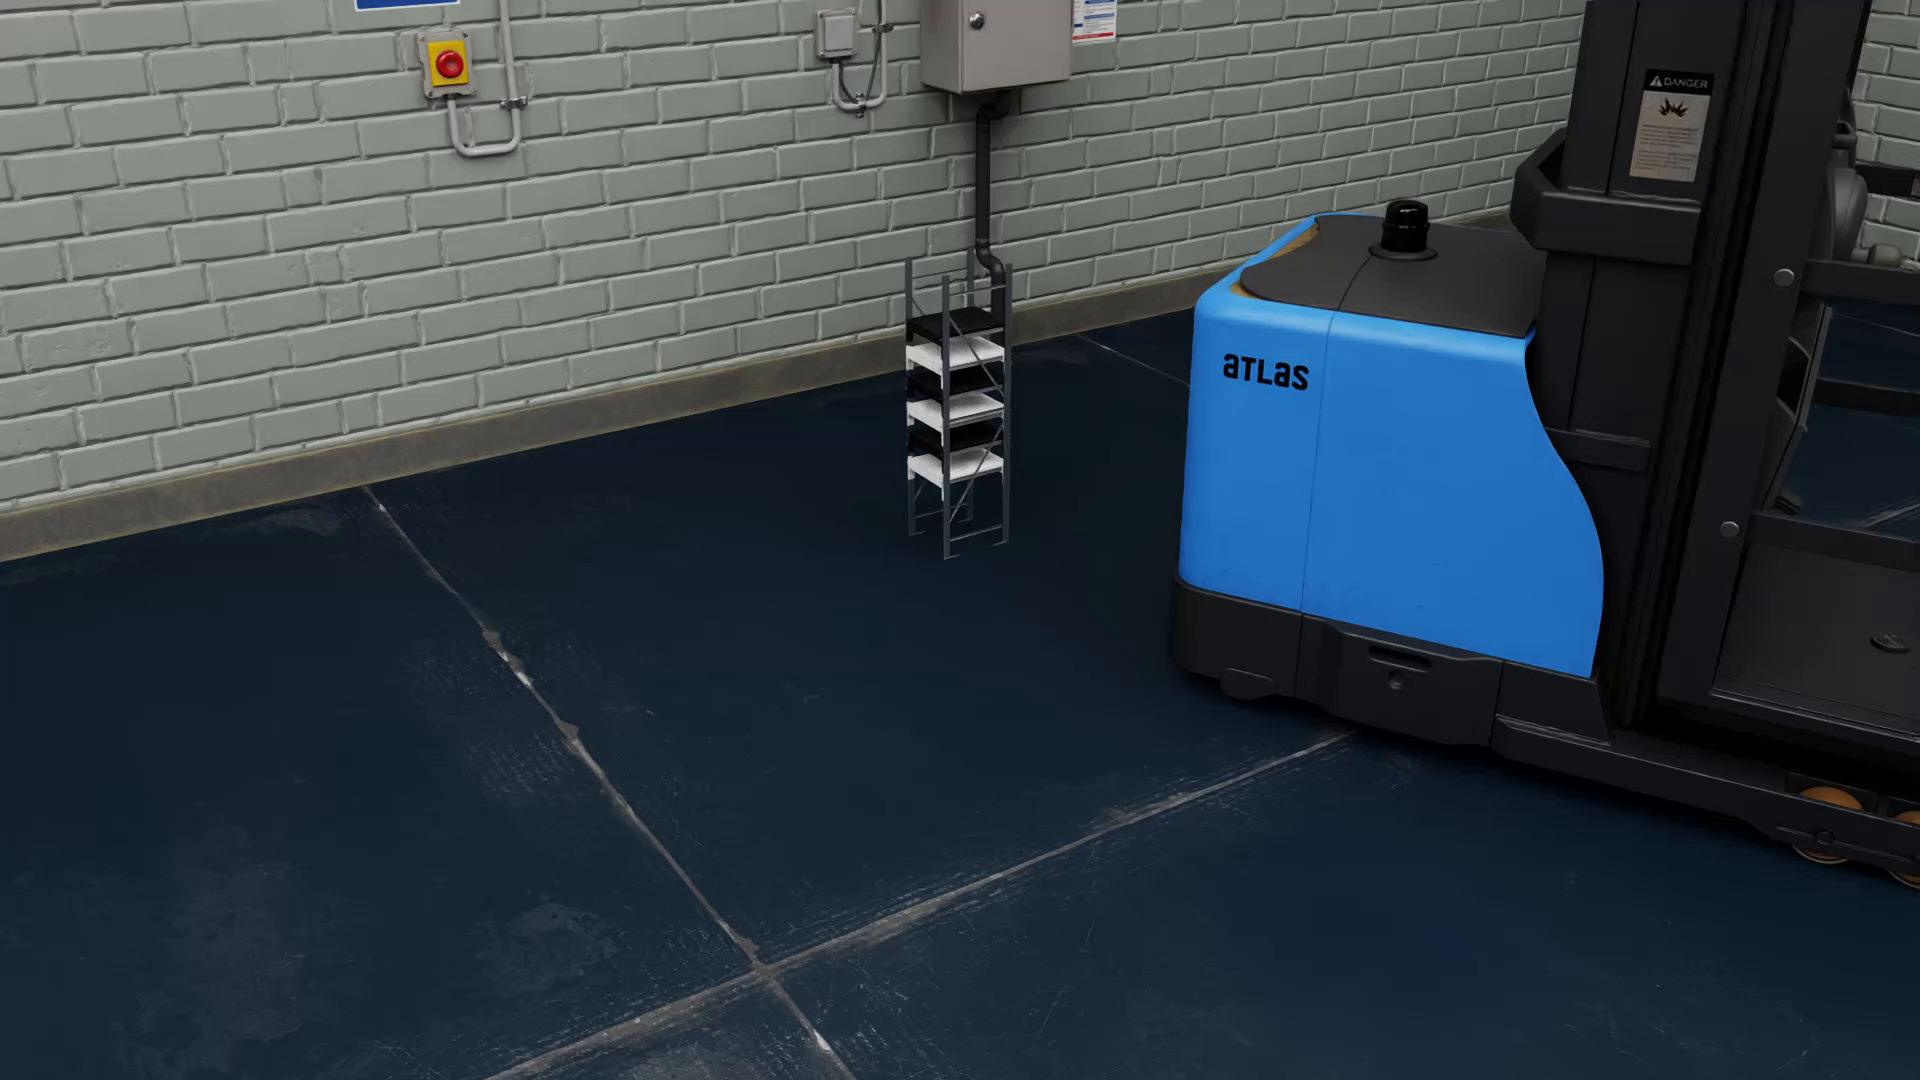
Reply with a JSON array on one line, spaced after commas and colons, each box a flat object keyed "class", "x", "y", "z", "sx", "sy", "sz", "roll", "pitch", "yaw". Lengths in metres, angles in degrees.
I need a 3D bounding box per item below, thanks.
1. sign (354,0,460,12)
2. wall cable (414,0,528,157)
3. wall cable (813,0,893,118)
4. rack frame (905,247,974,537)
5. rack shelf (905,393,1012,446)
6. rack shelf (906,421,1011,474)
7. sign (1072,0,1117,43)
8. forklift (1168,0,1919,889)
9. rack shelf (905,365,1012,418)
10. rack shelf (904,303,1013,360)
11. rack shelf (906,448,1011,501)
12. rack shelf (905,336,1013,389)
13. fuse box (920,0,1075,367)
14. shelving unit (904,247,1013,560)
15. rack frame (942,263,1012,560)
[{"class": "sign", "x": -1.724, "y": -1.763, "z": 5.153, "sx": 0.327, "sy": 0.218, "sz": 0.001, "roll": -16, "pitch": 29, "yaw": -30}, {"class": "wall cable", "x": -1.650, "y": -2.103, "z": 4.965, "sx": 0.585, "sy": 1.953, "sz": 0.123, "roll": -16, "pitch": 29, "yaw": -30}, {"class": "wall cable", "x": -0.468, "y": -2.424, "z": 5.681, "sx": 0.588, "sy": 1.984, "sz": 0.122, "roll": -16, "pitch": 29, "yaw": -30}, {"class": "rack frame", "x": -0.060, "y": -0.446, "z": 5.141, "sx": 0.240, "sy": 0.900, "sz": 0.006, "roll": -16, "pitch": 29, "yaw": -30}, {"class": "rack shelf", "x": -0.004, "y": -0.380, "z": 5.078, "sx": 0.258, "sy": 0.077, "sz": 0.200, "roll": -16, "pitch": 29, "yaw": -30}, {"class": "rack shelf", "x": -0.004, "y": -0.298, "z": 5.117, "sx": 0.258, "sy": 0.077, "sz": 0.200, "roll": -16, "pitch": 29, "yaw": -30}, {"class": "sign", "x": 0.491, "y": -2.213, "z": 6.536, "sx": 0.329, "sy": 0.494, "sz": 0.001, "roll": -16, "pitch": 29, "yaw": -30}, {"class": "forklift", "x": 2.097, "y": -0.822, "z": 3.559, "sx": 3.031, "sy": 2.935, "sz": 1.130, "roll": 13, "pitch": 28, "yaw": 26}, {"class": "rack shelf", "x": -0.004, "y": -0.461, "z": 5.040, "sx": 0.258, "sy": 0.077, "sz": 0.200, "roll": -16, "pitch": 29, "yaw": -30}, {"class": "rack shelf", "x": -0.004, "y": -0.624, "z": 4.963, "sx": 0.258, "sy": 0.077, "sz": 0.200, "roll": -16, "pitch": 29, "yaw": -30}, {"class": "rack shelf", "x": -0.004, "y": -0.217, "z": 5.155, "sx": 0.258, "sy": 0.077, "sz": 0.200, "roll": -16, "pitch": 29, "yaw": -30}, {"class": "rack shelf", "x": -0.004, "y": -0.542, "z": 5.001, "sx": 0.258, "sy": 0.077, "sz": 0.200, "roll": -16, "pitch": 29, "yaw": -30}, {"class": "fuse box", "x": 0.190, "y": -1.484, "z": 6.390, "sx": 0.539, "sy": 1.711, "sz": 0.414, "roll": -16, "pitch": 29, "yaw": -30}, {"class": "shelving unit", "x": -0.004, "y": -0.410, "z": 5.064, "sx": 0.258, "sy": 0.900, "sz": 0.210, "roll": -16, "pitch": 29, "yaw": -30}, {"class": "rack frame", "x": 0.051, "y": -0.373, "z": 4.987, "sx": 0.240, "sy": 0.900, "sz": 0.006, "roll": -16, "pitch": 29, "yaw": -30}]
